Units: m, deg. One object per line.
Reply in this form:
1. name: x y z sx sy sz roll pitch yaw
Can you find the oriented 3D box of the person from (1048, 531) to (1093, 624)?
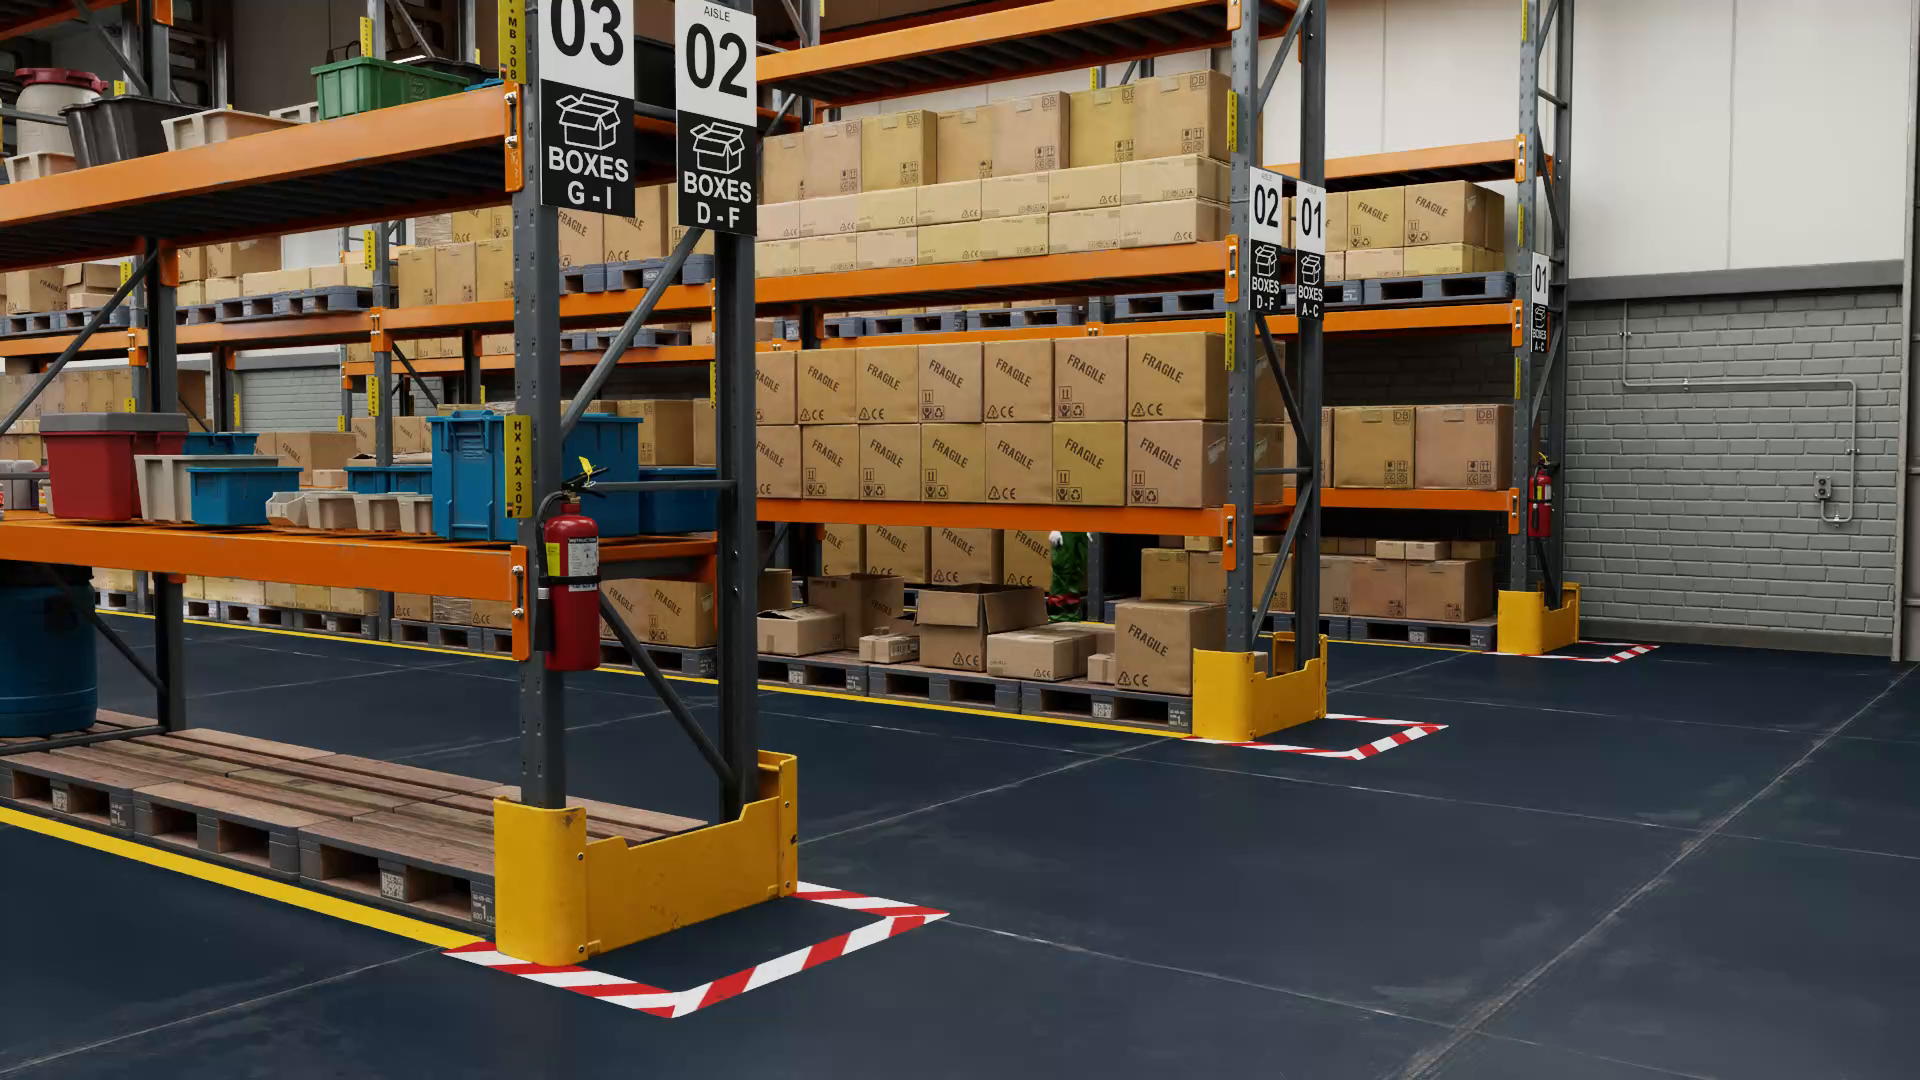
1. person: 0.983 -0.062 14.716 0.374 1.794 0.535 2 4 37
